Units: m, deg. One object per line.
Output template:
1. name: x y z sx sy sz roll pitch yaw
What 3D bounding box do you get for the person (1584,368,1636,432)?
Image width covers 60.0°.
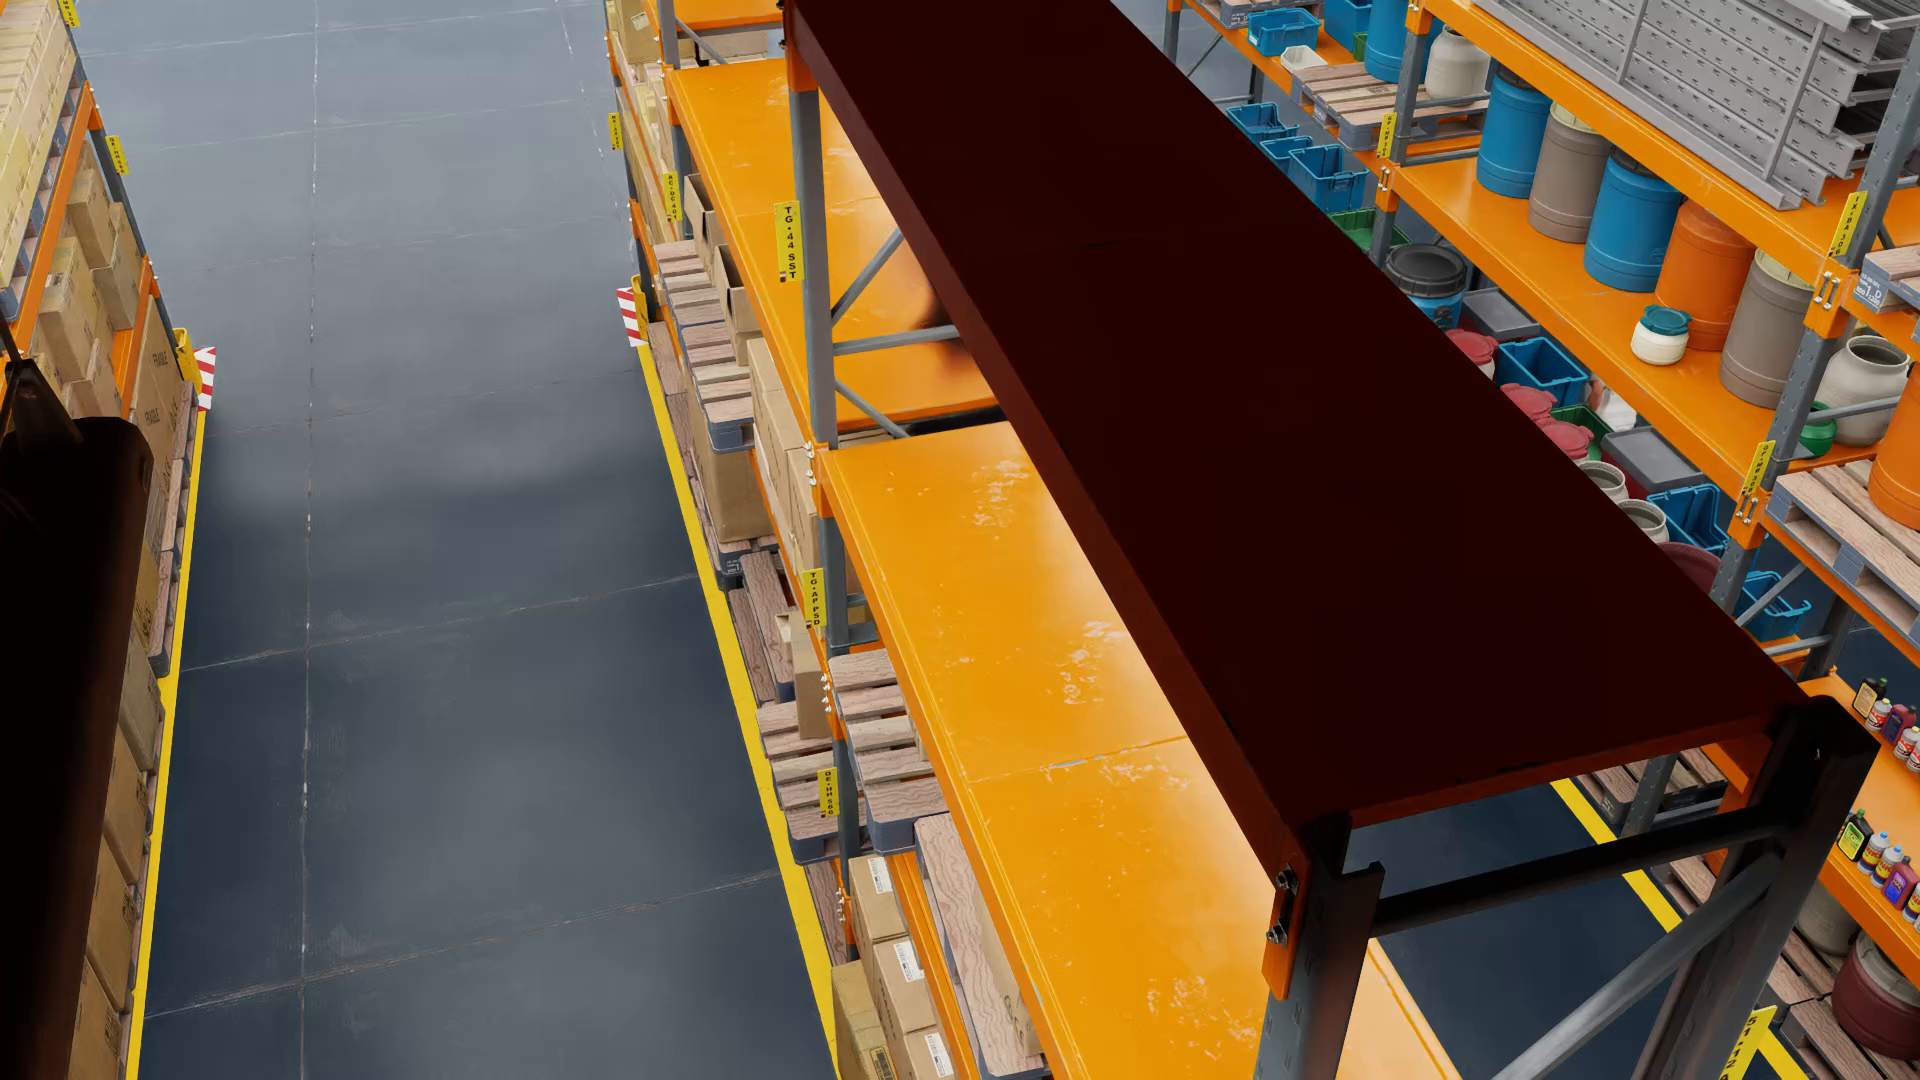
1. person: 4.828 -0.850 12.496 0.690 1.755 0.997 -5 39 -7
